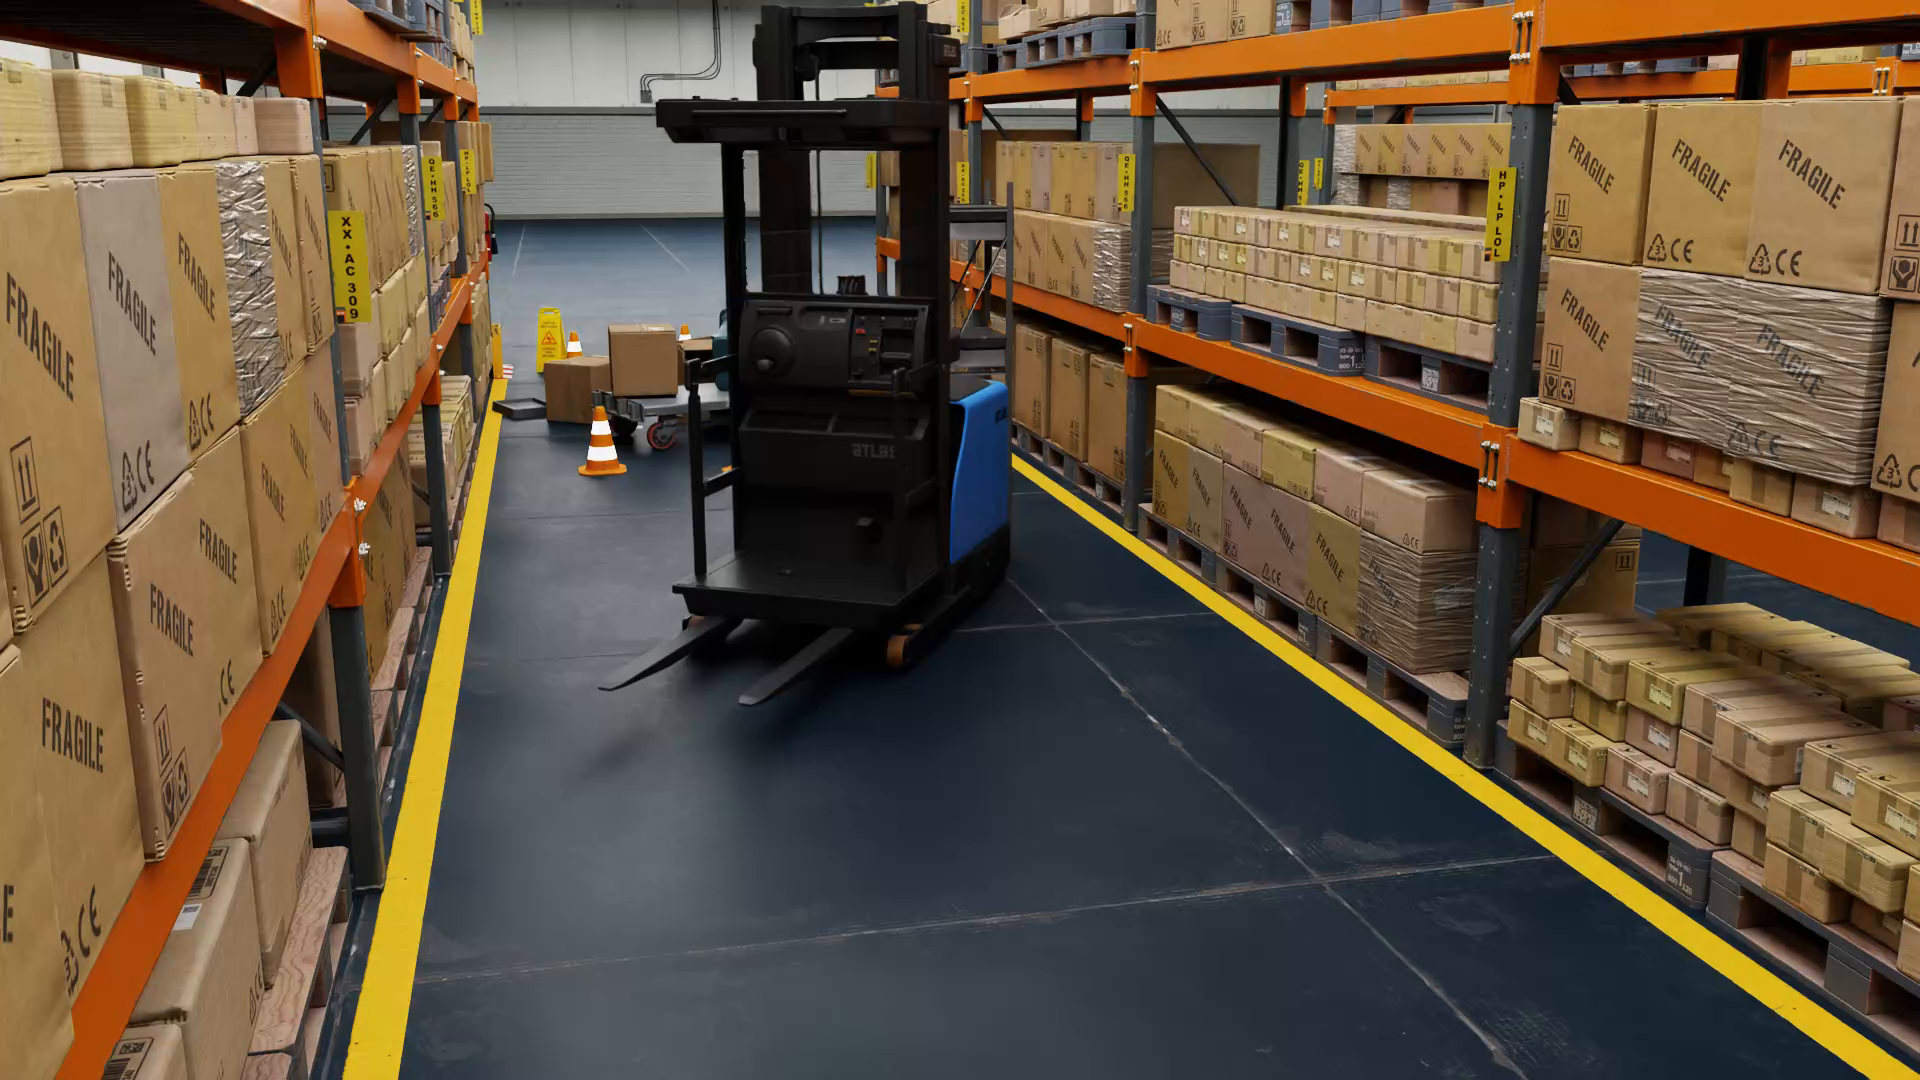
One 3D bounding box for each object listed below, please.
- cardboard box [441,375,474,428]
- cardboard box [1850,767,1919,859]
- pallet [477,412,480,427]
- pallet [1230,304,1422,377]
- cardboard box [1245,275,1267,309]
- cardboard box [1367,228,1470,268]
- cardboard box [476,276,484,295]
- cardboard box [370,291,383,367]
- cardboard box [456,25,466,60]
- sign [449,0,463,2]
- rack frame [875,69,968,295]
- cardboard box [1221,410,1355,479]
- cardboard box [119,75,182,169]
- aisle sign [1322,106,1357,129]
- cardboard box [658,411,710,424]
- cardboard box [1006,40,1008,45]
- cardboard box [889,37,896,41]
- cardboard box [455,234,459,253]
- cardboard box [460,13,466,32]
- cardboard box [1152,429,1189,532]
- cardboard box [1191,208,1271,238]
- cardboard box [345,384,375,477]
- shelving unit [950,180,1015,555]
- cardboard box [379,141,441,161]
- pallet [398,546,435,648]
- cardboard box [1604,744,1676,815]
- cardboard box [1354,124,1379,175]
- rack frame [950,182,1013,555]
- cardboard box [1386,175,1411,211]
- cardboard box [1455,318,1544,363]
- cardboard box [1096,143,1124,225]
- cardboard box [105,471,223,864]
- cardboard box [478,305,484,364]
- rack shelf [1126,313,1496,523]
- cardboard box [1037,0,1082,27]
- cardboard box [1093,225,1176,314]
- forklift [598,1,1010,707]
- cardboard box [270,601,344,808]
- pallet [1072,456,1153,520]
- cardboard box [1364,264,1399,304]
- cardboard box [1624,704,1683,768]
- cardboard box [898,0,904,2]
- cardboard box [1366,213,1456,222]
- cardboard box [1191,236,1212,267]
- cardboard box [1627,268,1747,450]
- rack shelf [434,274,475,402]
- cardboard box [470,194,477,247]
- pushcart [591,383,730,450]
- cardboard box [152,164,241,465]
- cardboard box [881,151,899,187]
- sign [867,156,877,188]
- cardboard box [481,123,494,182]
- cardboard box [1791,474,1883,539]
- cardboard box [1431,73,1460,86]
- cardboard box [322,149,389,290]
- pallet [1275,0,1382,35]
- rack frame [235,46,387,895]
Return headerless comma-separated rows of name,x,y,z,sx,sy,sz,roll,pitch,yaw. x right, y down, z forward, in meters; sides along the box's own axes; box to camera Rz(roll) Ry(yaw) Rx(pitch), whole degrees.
cardboard box,-4.098,-0.970,12.229,0.950,0.372,0.625,-3,14,-12
cardboard box,2.665,0.728,4.496,0.380,0.149,0.250,-3,14,-13
pallet,-4.416,-0.962,13.419,1.003,0.211,1.213,-3,14,-13
pallet,2.008,-0.992,8.072,1.003,0.211,1.213,-3,14,-13
cardboard box,1.669,-1.260,8.408,0.380,0.149,0.250,-3,14,-11
cardboard box,1.974,-1.252,7.122,0.380,0.149,0.250,-3,14,-13
cardboard box,-4.454,-2.264,14.834,0.380,0.149,0.250,-3,14,-11
cardboard box,-2.324,-0.724,5.832,0.500,0.250,0.500,-3,14,-12
cardboard box,-4.296,-4.044,13.527,0.500,0.250,0.500,-3,14,-13
sign,-3.685,-4.095,12.128,0.100,0.325,0.005,-3,14,-13
rack frame,-0.375,-3.385,17.464,1.000,3.000,0.127,-3,14,-13
cardboard box,1.653,-0.489,8.412,0.500,0.250,0.500,-3,14,-13
cardboard box,-1.543,-0.702,2.796,0.380,0.149,0.250,-4,14,-15
aisle sign,4.163,-4.899,18.181,0.394,0.787,0.004,-3,14,-13
cardboard box,-2.329,-1.143,14.045,0.396,0.266,0.258,10,17,35
cardboard box,0.568,-4.388,14.680,0.380,0.149,0.250,-4,14,-14
cardboard box,-0.391,-4.924,16.035,0.500,0.250,0.500,-3,14,-14
cardboard box,-3.835,-2.142,12.019,0.380,0.149,0.250,-3,14,-12
cardboard box,-4.404,-4.395,14.126,0.380,0.149,0.250,-3,14,-12
cardboard box,1.422,-0.352,9.430,0.500,0.500,0.500,-4,14,-16
cardboard box,1.489,-1.732,9.085,0.380,0.149,0.250,-4,14,-15
cardboard box,-2.192,-0.361,5.401,0.500,0.250,0.500,-4,14,-14
shelving unit,0.039,-0.982,9.522,0.431,2.100,0.503,-3,14,-13
cardboard box,-3.634,-2.561,11.002,0.380,0.149,0.250,-4,14,-16
pallet,-3.172,0.300,8.254,1.003,0.211,1.213,-3,14,-13
cardboard box,2.388,0.782,5.530,0.380,0.149,0.250,-3,14,-13
cardboard box,4.444,-4.060,17.279,0.500,0.500,0.500,-3,14,-13
rack frame,0.096,-0.926,9.291,0.400,2.100,0.015,-3,14,-13
cardboard box,4.882,-3.477,17.000,0.875,0.500,0.500,-3,14,-13
cardboard box,2.157,-0.780,6.442,0.380,0.149,0.250,-4,14,-14
cardboard box,1.288,-2.295,10.682,0.700,0.500,0.500,-3,14,-14
cardboard box,-1.487,0.196,2.593,0.500,0.500,0.500,-3,14,-14
cardboard box,-4.237,-1.670,13.771,0.500,0.500,0.500,-3,14,-11
rack shelf,1.973,-0.729,8.106,1.077,0.370,4.000,-3,14,-13
cardboard box,0.823,-3.684,11.058,0.500,0.500,0.500,-3,14,-13
cardboard box,1.137,-1.677,10.262,0.500,0.500,0.500,-3,14,-13
forklift,-0.659,-0.939,7.594,1.130,2.935,3.031,4,14,17
cardboard box,-2.568,0.372,5.677,0.875,0.875,0.875,-3,14,-11
pallet,1.392,-0.371,11.002,1.003,0.211,1.213,-3,14,-13
cardboard box,1.970,-1.105,7.149,0.380,0.149,0.250,-4,14,-15
cardboard box,2.456,0.628,5.530,0.380,0.149,0.250,-3,14,-14
cardboard box,-0.368,-5.031,15.633,0.380,0.149,0.250,-4,14,-14
cardboard box,2.300,-1.587,8.495,0.380,0.149,0.250,-3,14,-13
cardboard box,1.488,-1.581,9.096,0.380,0.149,0.250,-3,14,-10
cardboard box,2.437,-0.568,5.095,0.500,0.500,0.500,-3,14,-13
rack shelf,-3.754,-1.353,10.659,1.077,0.370,4.000,-3,14,-13
cardboard box,-4.302,-2.705,13.839,0.500,0.500,0.500,-3,14,-14
pushcart,-2.019,-1.028,13.340,1.648,0.377,0.936,-9,16,-33
cardboard box,-1.616,-0.408,2.960,0.500,0.500,0.500,-3,14,-13
cardboard box,-0.326,-3.895,16.958,0.875,0.550,0.550,-3,14,-13
sign,-0.916,-3.815,17.231,0.100,0.325,0.005,-3,14,-13
cardboard box,-4.500,-3.430,14.703,0.700,0.500,0.500,-3,14,-14
cardboard box,2.548,-0.110,4.588,0.380,0.149,0.250,-3,14,-11
cardboard box,4.811,-4.429,15.731,0.500,0.250,0.500,-3,14,-14
cardboard box,-2.431,-1.201,6.207,0.500,0.500,0.500,-4,14,-15
pallet,2.155,-2.370,7.385,1.213,0.211,1.003,-3,14,-13
rack frame,-2.345,-0.318,4.908,1.000,3.000,0.127,-3,14,-13
